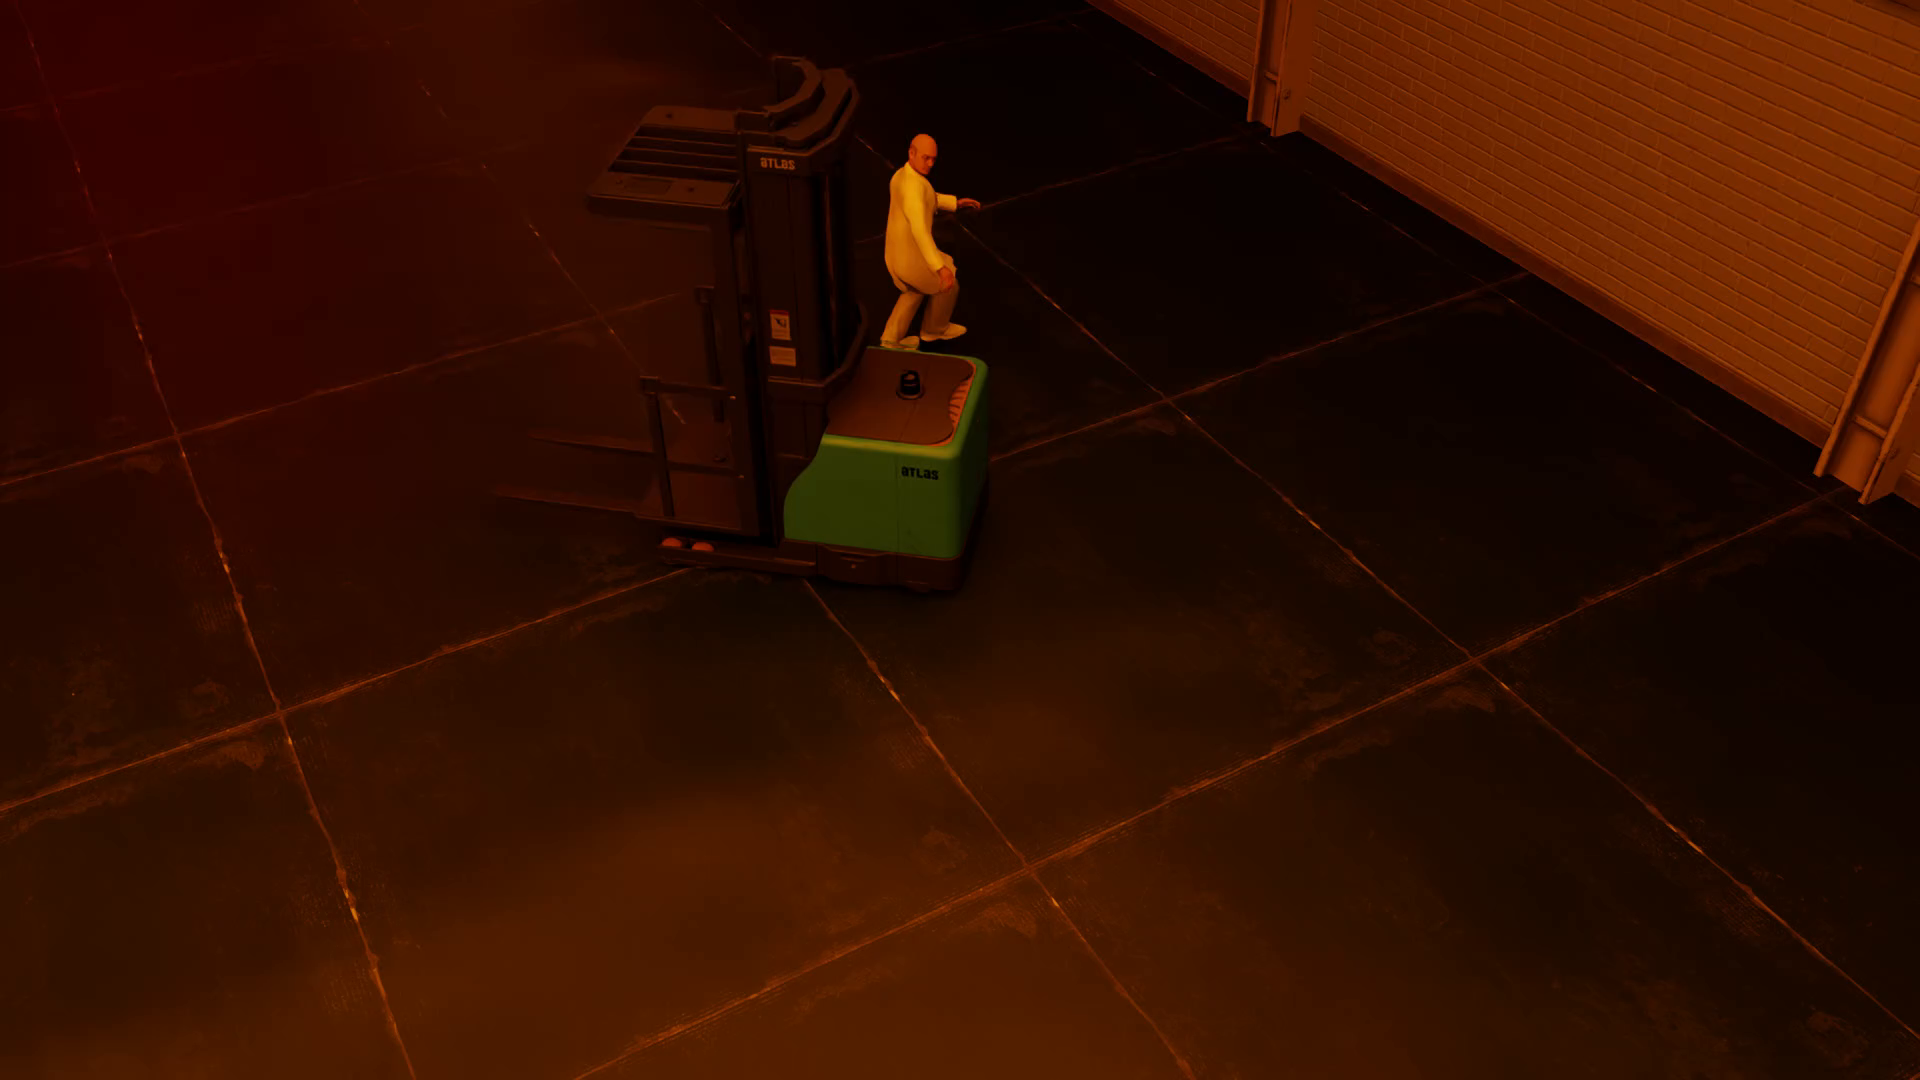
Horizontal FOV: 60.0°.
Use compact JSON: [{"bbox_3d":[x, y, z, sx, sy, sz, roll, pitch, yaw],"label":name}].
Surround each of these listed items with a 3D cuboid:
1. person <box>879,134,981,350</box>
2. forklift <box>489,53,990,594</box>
[{"bbox_3d":[-0.174,-1.974,11.447,0.907,1.644,0.912,-21,44,-23],"label":"person"},{"bbox_3d":[-1.383,-1.275,9.574,3.031,2.935,1.130,7,40,9],"label":"forklift"}]
